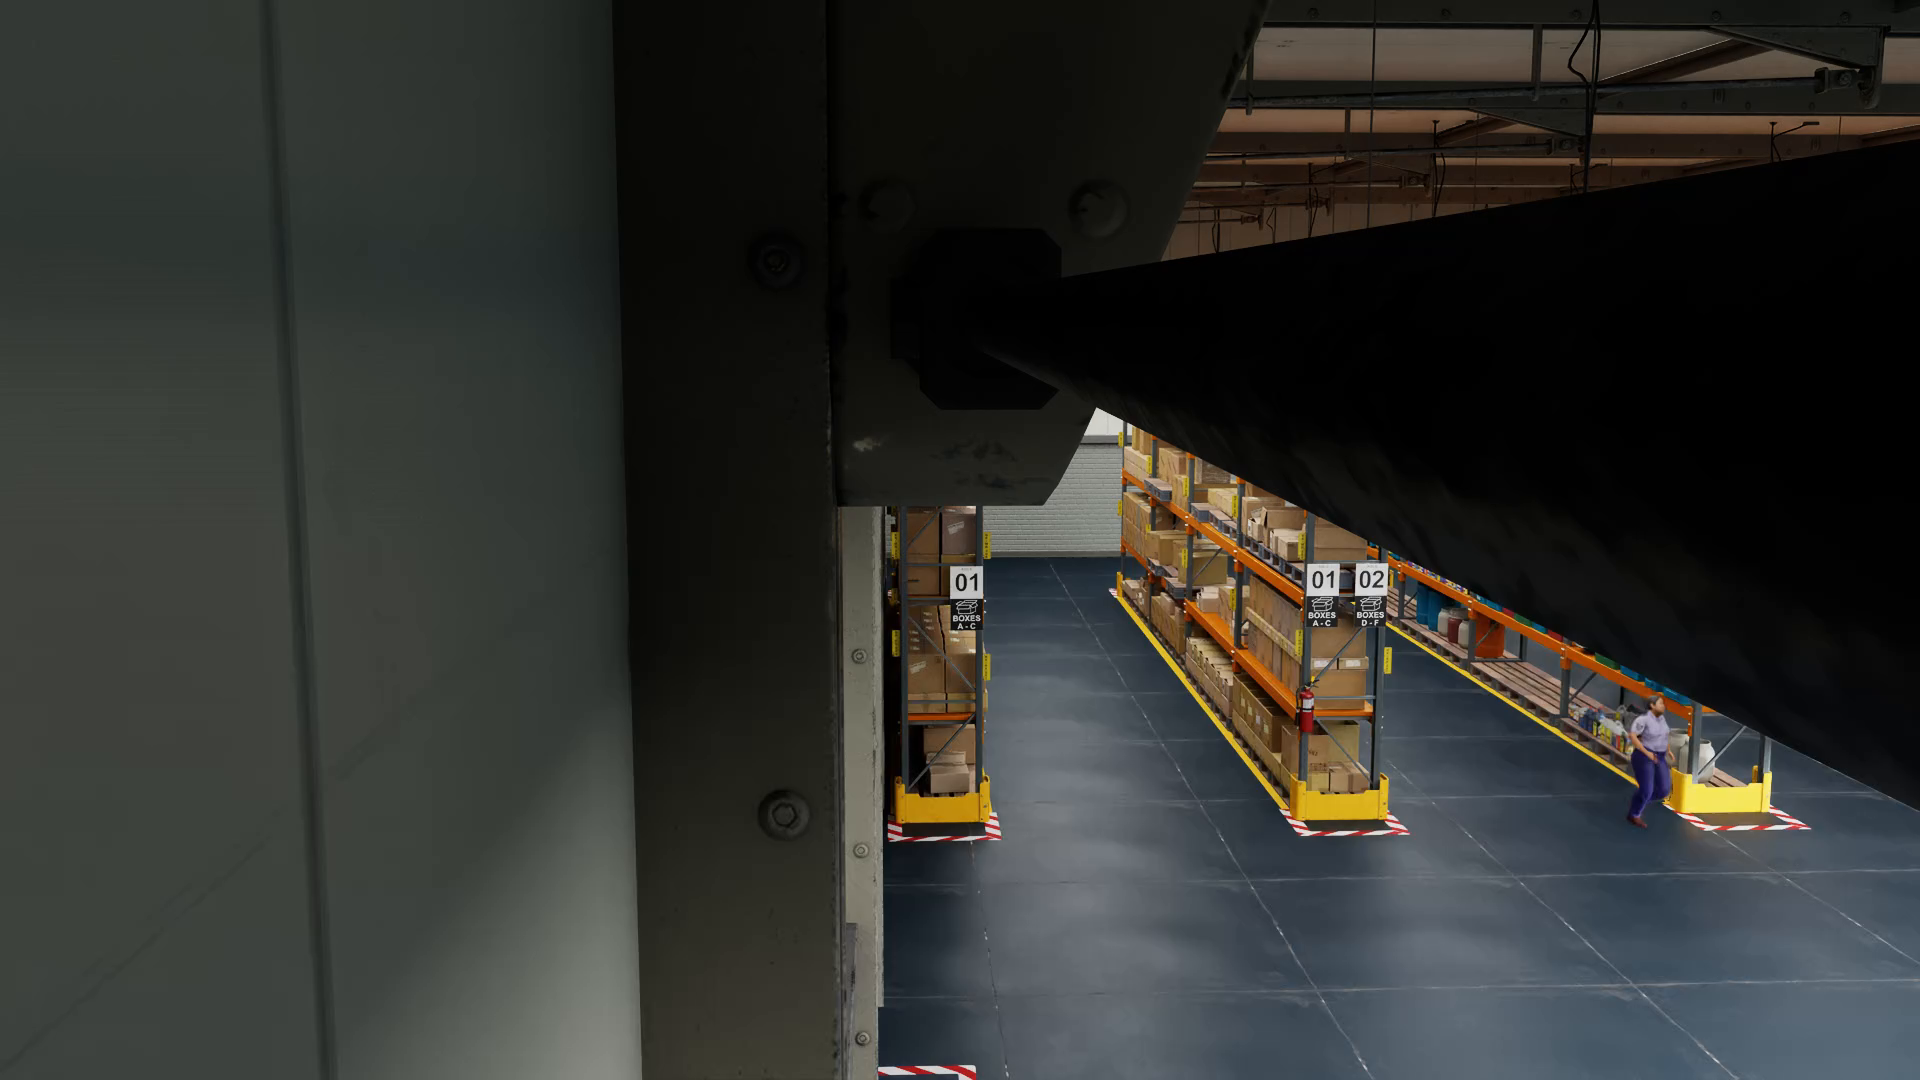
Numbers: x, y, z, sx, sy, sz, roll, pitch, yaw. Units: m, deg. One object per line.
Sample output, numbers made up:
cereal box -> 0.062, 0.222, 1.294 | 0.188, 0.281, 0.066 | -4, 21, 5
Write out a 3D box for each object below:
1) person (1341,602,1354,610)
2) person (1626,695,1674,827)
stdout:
person -> 6.700, 1.421, 29.363 | 0.574, 1.603, 0.561 | -2, 8, -14
person -> 8.489, 2.708, 20.369 | 0.655, 1.588, 0.490 | -4, 9, -27
